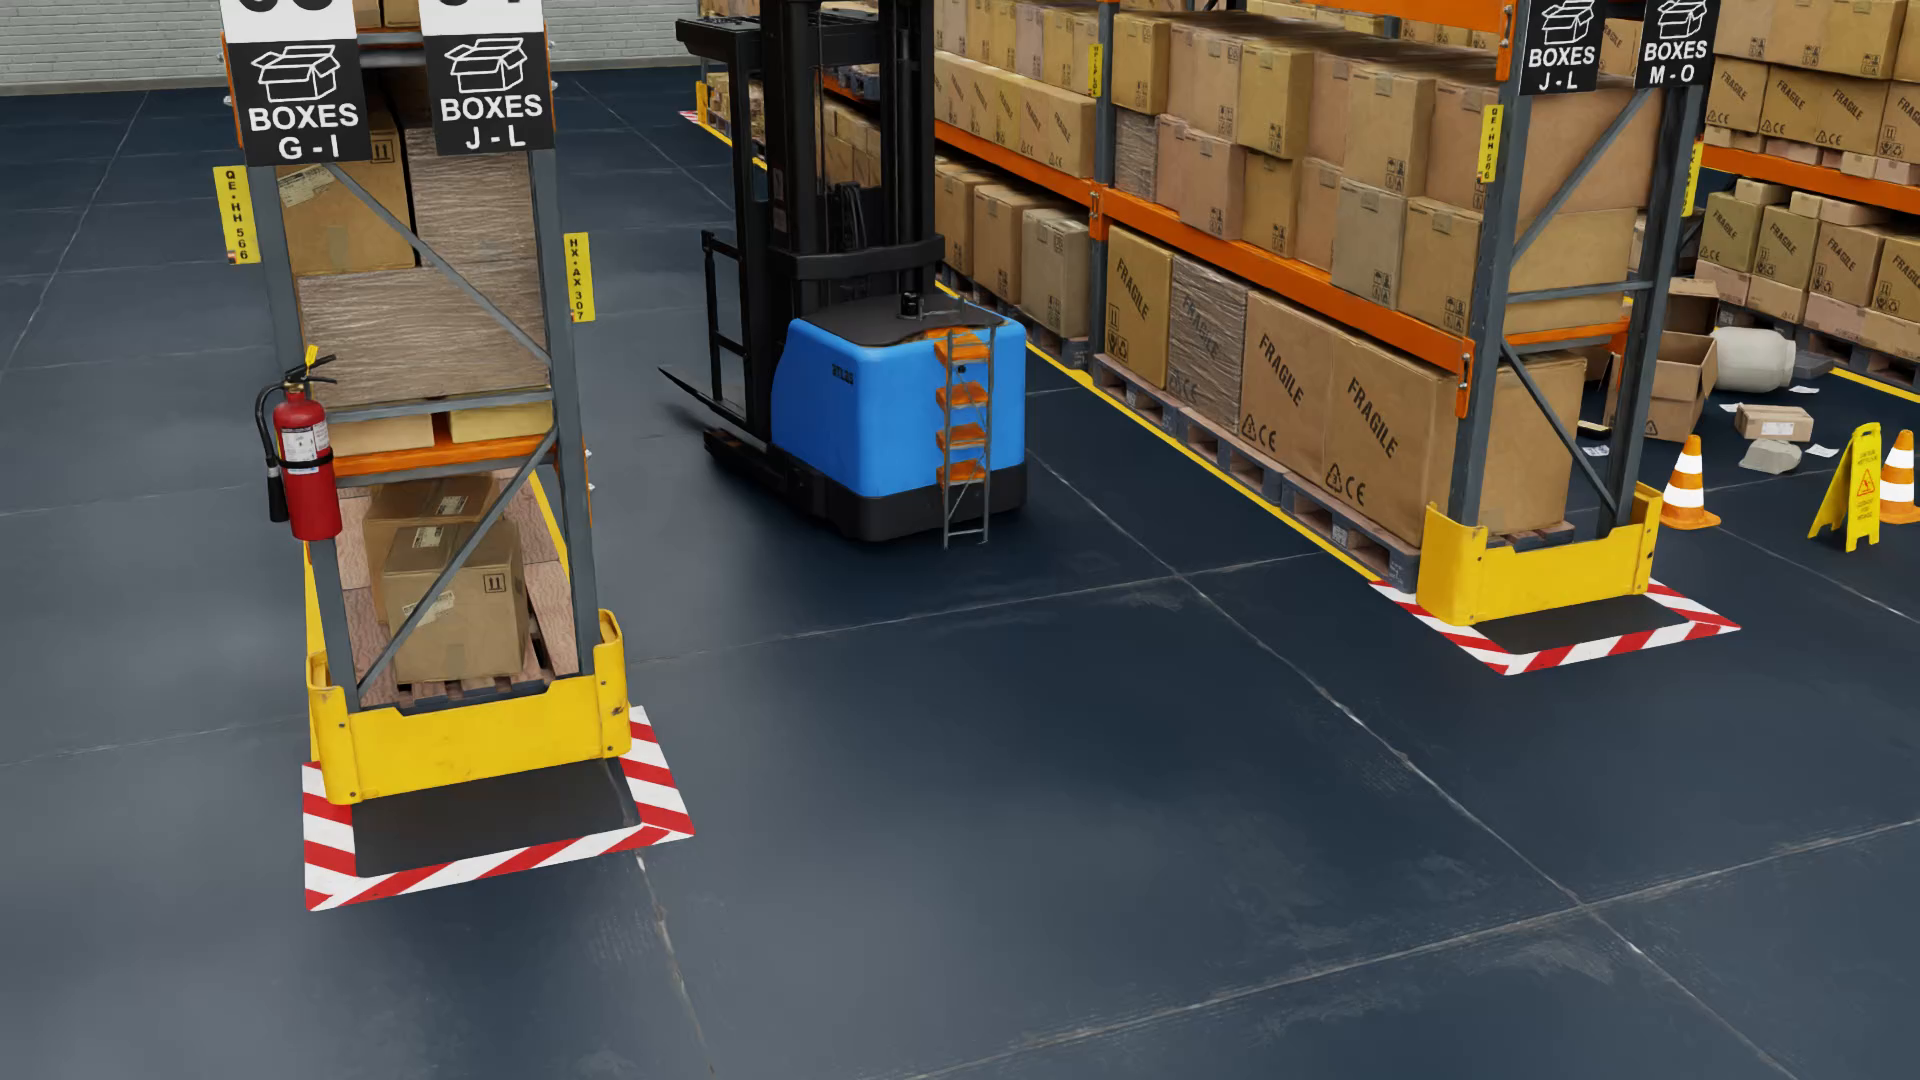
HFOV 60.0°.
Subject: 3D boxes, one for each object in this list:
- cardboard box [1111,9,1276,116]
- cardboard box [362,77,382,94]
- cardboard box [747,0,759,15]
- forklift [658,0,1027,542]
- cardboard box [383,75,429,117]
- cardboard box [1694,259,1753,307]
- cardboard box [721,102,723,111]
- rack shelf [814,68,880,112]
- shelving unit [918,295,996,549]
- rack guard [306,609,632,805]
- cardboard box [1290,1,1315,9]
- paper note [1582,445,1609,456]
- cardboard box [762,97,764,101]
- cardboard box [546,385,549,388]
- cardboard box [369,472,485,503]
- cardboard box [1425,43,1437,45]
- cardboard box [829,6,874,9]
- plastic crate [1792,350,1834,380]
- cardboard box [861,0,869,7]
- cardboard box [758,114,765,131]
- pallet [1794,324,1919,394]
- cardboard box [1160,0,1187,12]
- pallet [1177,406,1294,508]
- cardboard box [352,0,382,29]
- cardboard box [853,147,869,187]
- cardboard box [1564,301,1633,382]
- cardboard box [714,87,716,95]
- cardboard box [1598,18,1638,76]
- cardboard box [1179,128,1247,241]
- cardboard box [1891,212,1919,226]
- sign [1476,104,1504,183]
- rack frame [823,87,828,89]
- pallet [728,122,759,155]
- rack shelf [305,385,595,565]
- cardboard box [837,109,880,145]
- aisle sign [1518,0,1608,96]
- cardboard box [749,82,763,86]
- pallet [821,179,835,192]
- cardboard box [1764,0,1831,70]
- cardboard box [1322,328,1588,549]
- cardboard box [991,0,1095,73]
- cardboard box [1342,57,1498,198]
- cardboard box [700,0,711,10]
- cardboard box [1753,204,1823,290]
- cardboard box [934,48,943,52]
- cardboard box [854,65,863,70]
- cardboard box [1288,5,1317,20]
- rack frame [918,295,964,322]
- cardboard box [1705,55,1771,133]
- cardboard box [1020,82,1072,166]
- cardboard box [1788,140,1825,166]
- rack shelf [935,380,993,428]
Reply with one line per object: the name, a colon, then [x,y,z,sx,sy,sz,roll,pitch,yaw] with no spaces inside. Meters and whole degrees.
cardboard box: [1.467,-3.002,10.428,0.875,0.550,0.550,-8,24,-19]
cardboard box: [-2.676,-1.650,7.003,0.500,0.500,0.500,-8,24,-19]
cardboard box: [-2.075,-5.990,18.588,0.500,0.500,0.500,-9,24,-20]
forklift: [-0.866,-1.863,9.396,1.130,2.935,3.031,-14,27,-30]
cardboard box: [-2.182,-1.722,7.175,0.500,0.500,0.500,-8,24,-19]
cardboard box: [5.920,-1.965,12.550,0.500,0.250,0.500,-10,25,-21]
cardboard box: [-2.816,-5.496,21.058,0.380,0.149,0.250,-8,24,-19]
rack shelf: [-0.751,-4.423,16.308,1.077,0.370,4.000,-8,24,-19]
shelving unit: [-0.035,-0.608,8.617,0.258,1.200,0.503,-7,29,-17]
rack guard: [-1.921,0.647,6.571,1.175,0.500,0.348,-8,24,-19]
cardboard box: [3.765,-5.769,17.160,0.500,0.500,0.500,-8,24,-19]
paper note: [3.831,-0.540,9.993,0.144,0.017,0.142,0,23,-1]
cardboard box: [-2.068,-5.011,19.140,0.380,0.149,0.250,-8,24,-17]
cardboard box: [-1.842,-0.591,6.614,0.380,0.149,0.250,-8,24,-19]
cardboard box: [-2.546,-0.191,8.018,0.500,0.500,0.500,-6,24,-14]
cardboard box: [4.560,-4.570,15.515,0.380,0.149,0.250,-10,25,-22]
cardboard box: [-1.003,-4.866,15.451,0.380,0.149,0.250,-8,24,-19]
plastic crate: [5.751,-1.262,11.641,0.402,0.080,0.583,-18,29,-37]
cardboard box: [-0.772,-5.337,16.568,0.380,0.149,0.250,-9,25,-21]
cardboard box: [-2.085,-4.760,18.929,0.380,0.149,0.250,-9,25,-21]
pallet: [6.669,-1.322,11.615,1.003,0.211,1.213,-8,24,-19]
cardboard box: [2.735,-6.377,19.888,0.500,0.500,0.500,-8,24,-19]
pallet: [1.999,-0.558,9.803,1.003,0.211,1.213,-8,24,-19]
cardboard box: [-2.302,-1.931,5.799,0.500,0.250,0.500,-8,24,-18]
cardboard box: [-0.702,-3.462,15.779,0.500,0.500,0.500,-7,24,-17]
cardboard box: [4.050,-1.379,11.198,0.797,0.637,0.503,-8,24,-19]
cardboard box: [-2.926,-5.726,21.220,0.380,0.149,0.250,-7,24,-17]
cardboard box: [5.409,-3.983,13.286,0.500,0.500,0.500,-8,24,-19]
cardboard box: [1.806,-2.102,9.682,0.875,0.550,0.550,-8,24,-19]
cardboard box: [6.786,-2.014,11.701,0.500,0.500,0.500,-7,24,-16]
sign: [2.269,-1.694,7.112,0.100,0.325,0.005,-8,24,-19]
rack frame: [-1.458,-5.481,17.892,1.000,3.000,0.127,-8,24,-19]
pallet: [-2.163,-4.879,20.055,1.003,0.211,1.213,-8,24,-19]
rack shelf: [-2.601,-0.872,7.884,1.077,0.370,4.000,-8,24,-19]
cardboard box: [-0.885,-3.996,16.082,0.500,0.250,0.500,-8,24,-18]
aisle sign: [2.526,-2.252,6.884,0.394,0.787,0.004,-8,24,-19]
cardboard box: [-2.570,-5.478,20.249,0.380,0.149,0.250,-7,24,-17]
pallet: [-0.746,-3.469,16.710,1.003,0.211,1.213,-8,24,-19]
cardboard box: [6.076,-3.556,11.526,0.700,0.500,0.500,-8,24,-19]
cardboard box: [2.480,-0.573,8.442,0.875,0.875,0.875,-8,24,-19]
cardboard box: [0.649,-3.815,12.523,0.700,0.500,0.500,-9,24,-20]
cardboard box: [2.406,-2.015,8.085,0.875,0.550,0.550,-8,24,-19]
cardboard box: [-2.971,-6.917,20.787,0.500,0.500,0.500,-7,24,-16]
cardboard box: [6.120,-2.118,11.947,0.500,0.500,0.500,-7,24,-17]
cardboard box: [-0.139,-3.874,13.950,0.500,0.500,0.500,-8,24,-18]
cardboard box: [-0.735,-4.312,14.902,0.380,0.149,0.250,-8,24,-19]
cardboard box: [3.757,-5.415,17.285,0.500,0.250,0.500,-9,24,-20]
rack frame: [-0.112,-0.716,8.822,0.240,1.200,0.015,-7,29,-17]
cardboard box: [5.858,-3.275,12.147,0.500,0.500,0.500,-8,24,-19]
cardboard box: [0.756,-2.957,11.775,0.500,0.500,0.500,-9,24,-20]
cardboard box: [6.090,-2.744,11.723,0.380,0.149,0.250,-8,24,-17]
rack shelf: [-0.030,-0.748,8.545,0.258,0.148,0.480,-7,29,-17]
